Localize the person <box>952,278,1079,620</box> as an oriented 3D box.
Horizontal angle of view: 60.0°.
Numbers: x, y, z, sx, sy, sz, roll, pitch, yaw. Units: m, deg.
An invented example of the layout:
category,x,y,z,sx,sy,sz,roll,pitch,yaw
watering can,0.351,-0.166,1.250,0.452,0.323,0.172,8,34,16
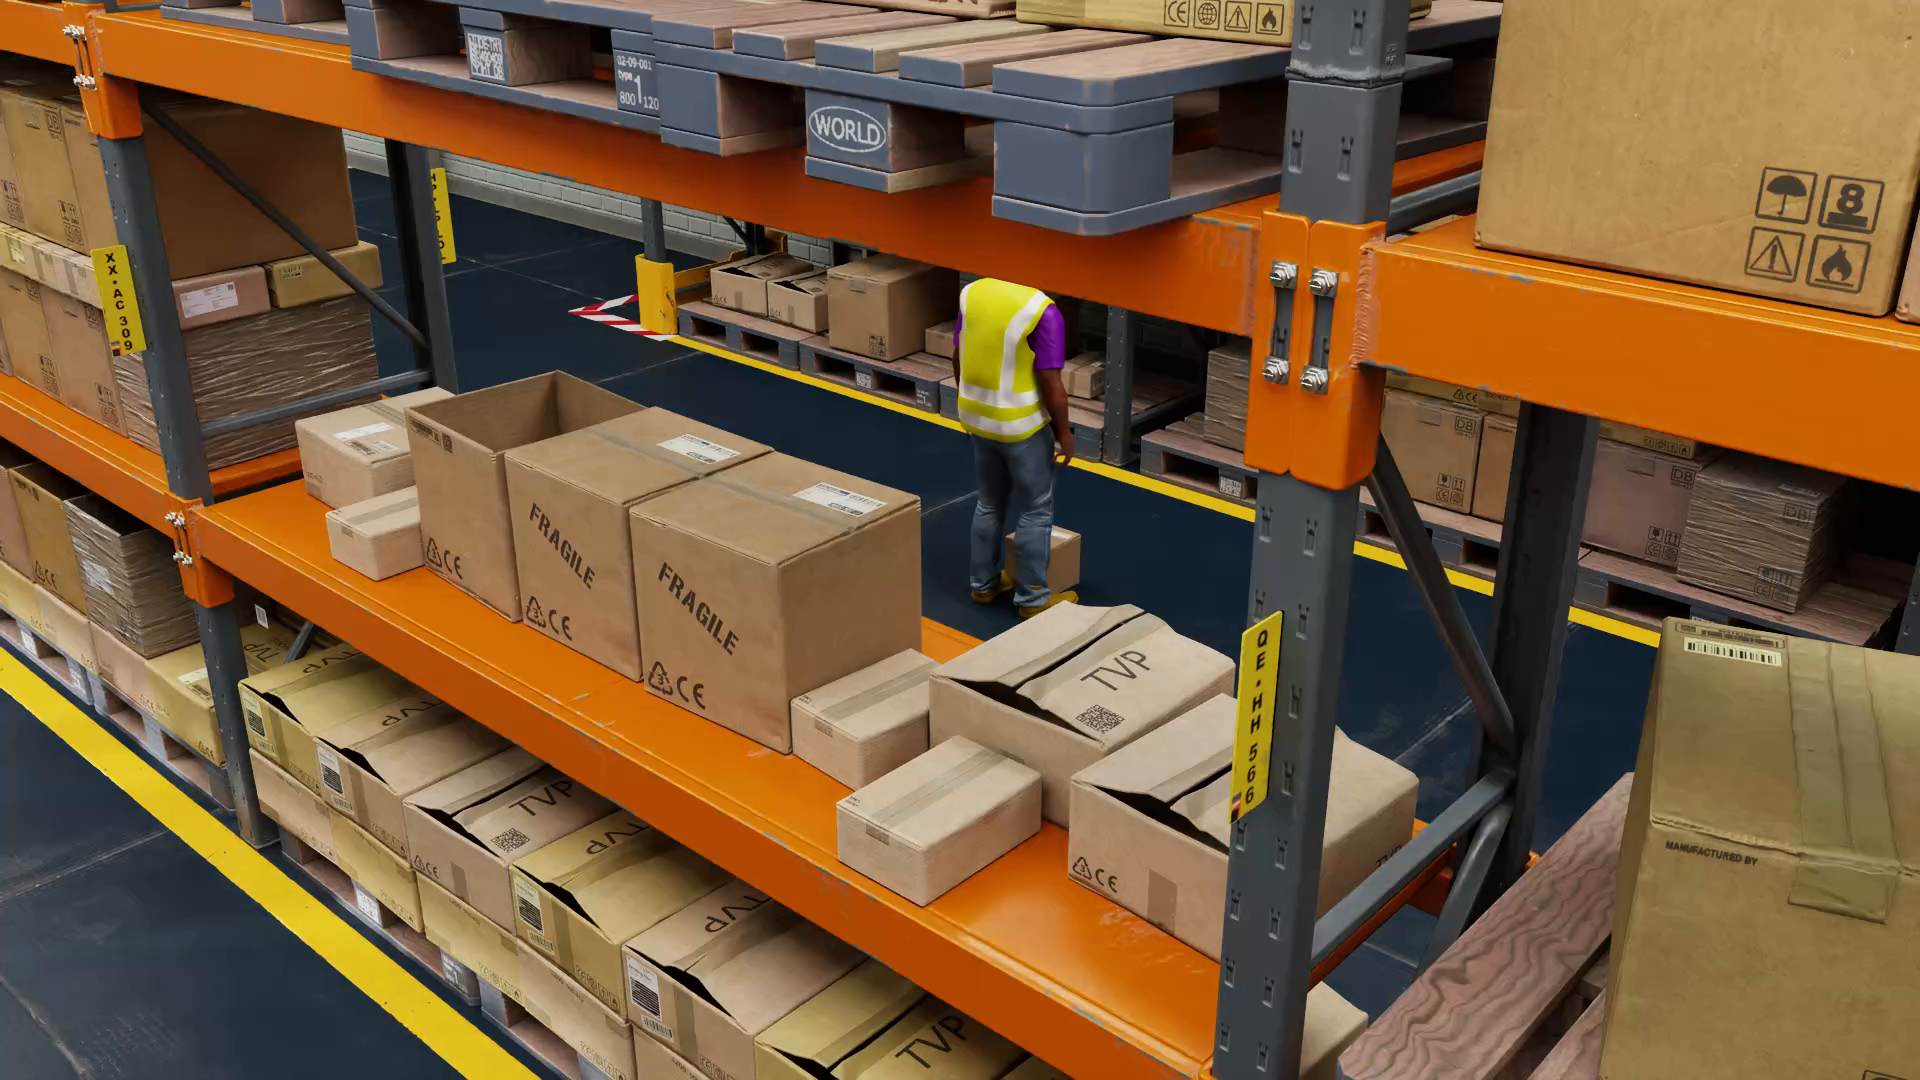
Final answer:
category,x,y,z,sx,sy,sz,roll,pitch,yaw
person,0.241,-0.524,7.272,0.628,1.757,0.458,21,31,39
